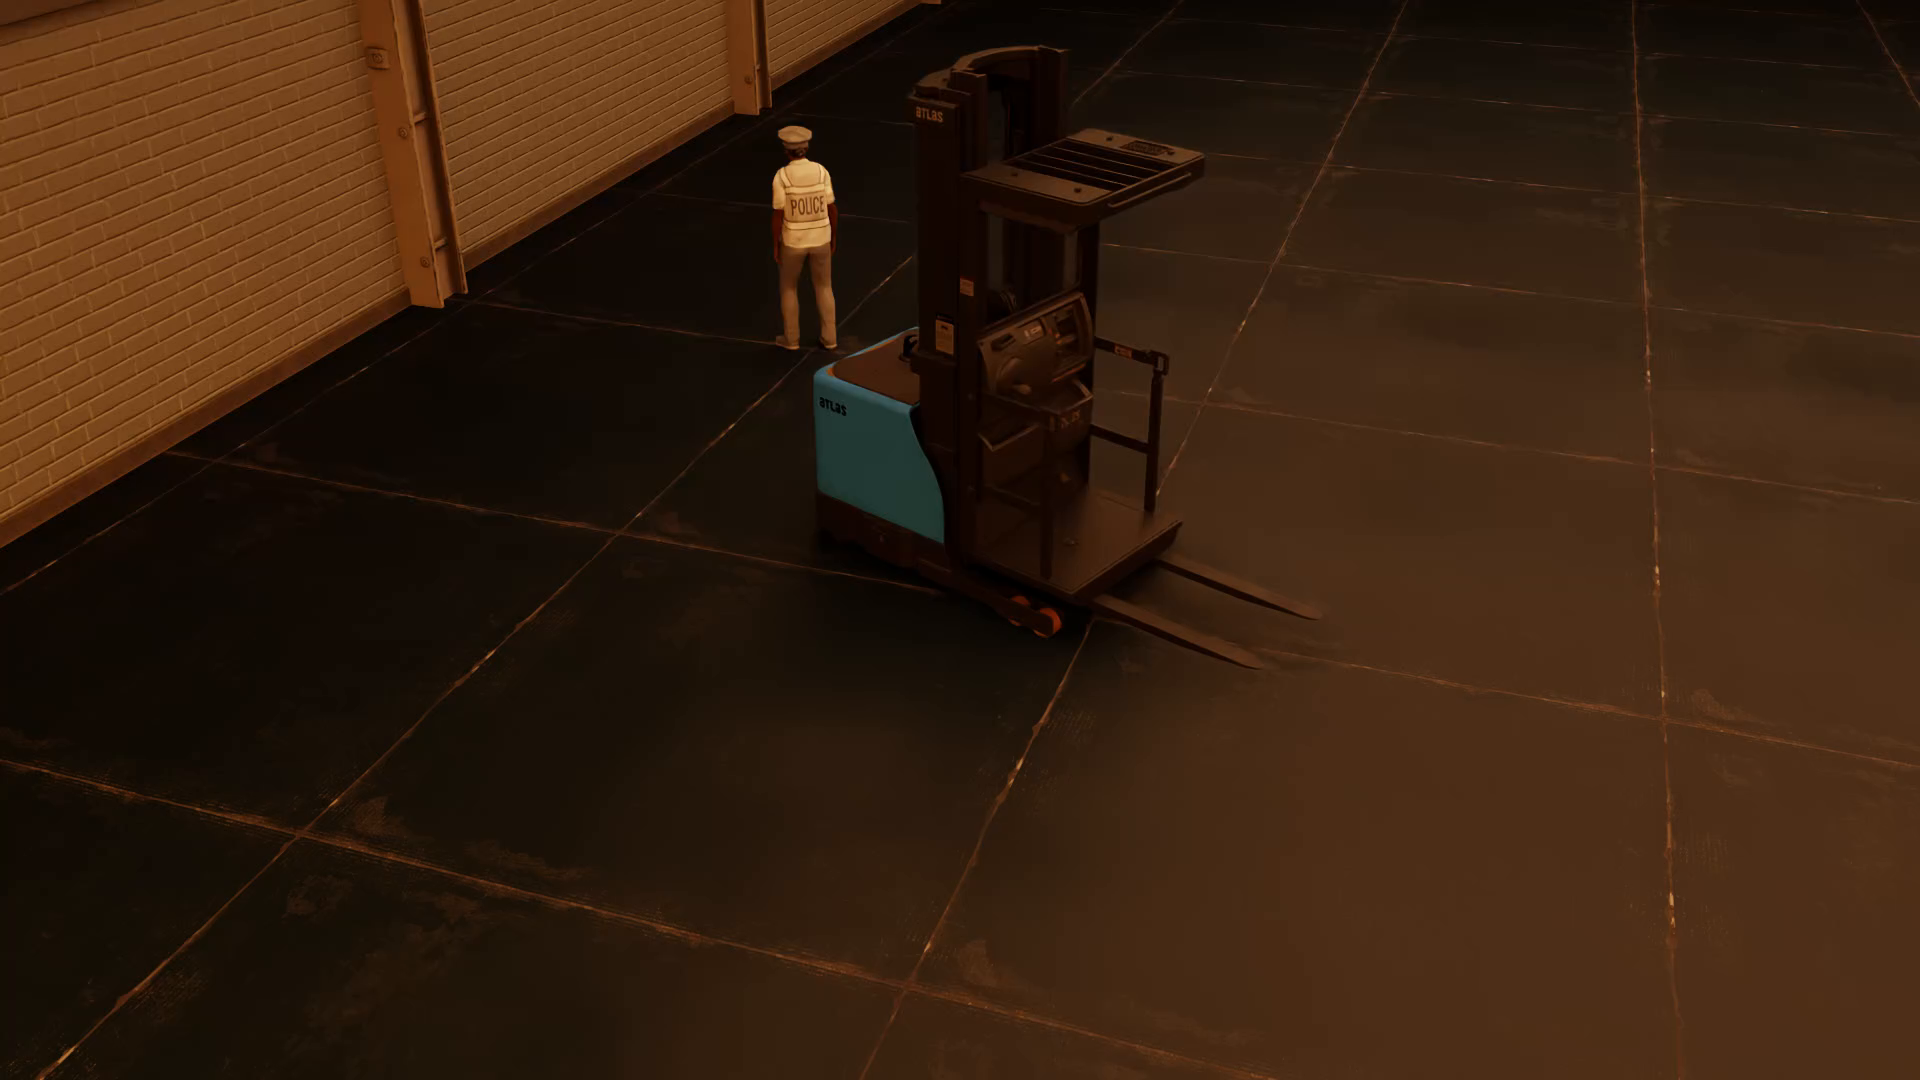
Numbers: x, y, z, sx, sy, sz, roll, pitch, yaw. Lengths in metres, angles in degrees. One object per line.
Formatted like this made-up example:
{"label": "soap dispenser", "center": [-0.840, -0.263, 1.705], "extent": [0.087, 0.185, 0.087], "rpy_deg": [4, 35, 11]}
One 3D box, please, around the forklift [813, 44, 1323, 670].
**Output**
{"label": "forklift", "center": [0.580, -1.030, 8.943], "extent": [3.031, 2.935, 1.130], "rpy_deg": [23, 37, 34]}

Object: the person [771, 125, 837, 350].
{"label": "person", "center": [-1.153, -2.198, 12.295], "extent": [0.505, 1.666, 0.405], "rpy_deg": [-10, 31, -17]}
